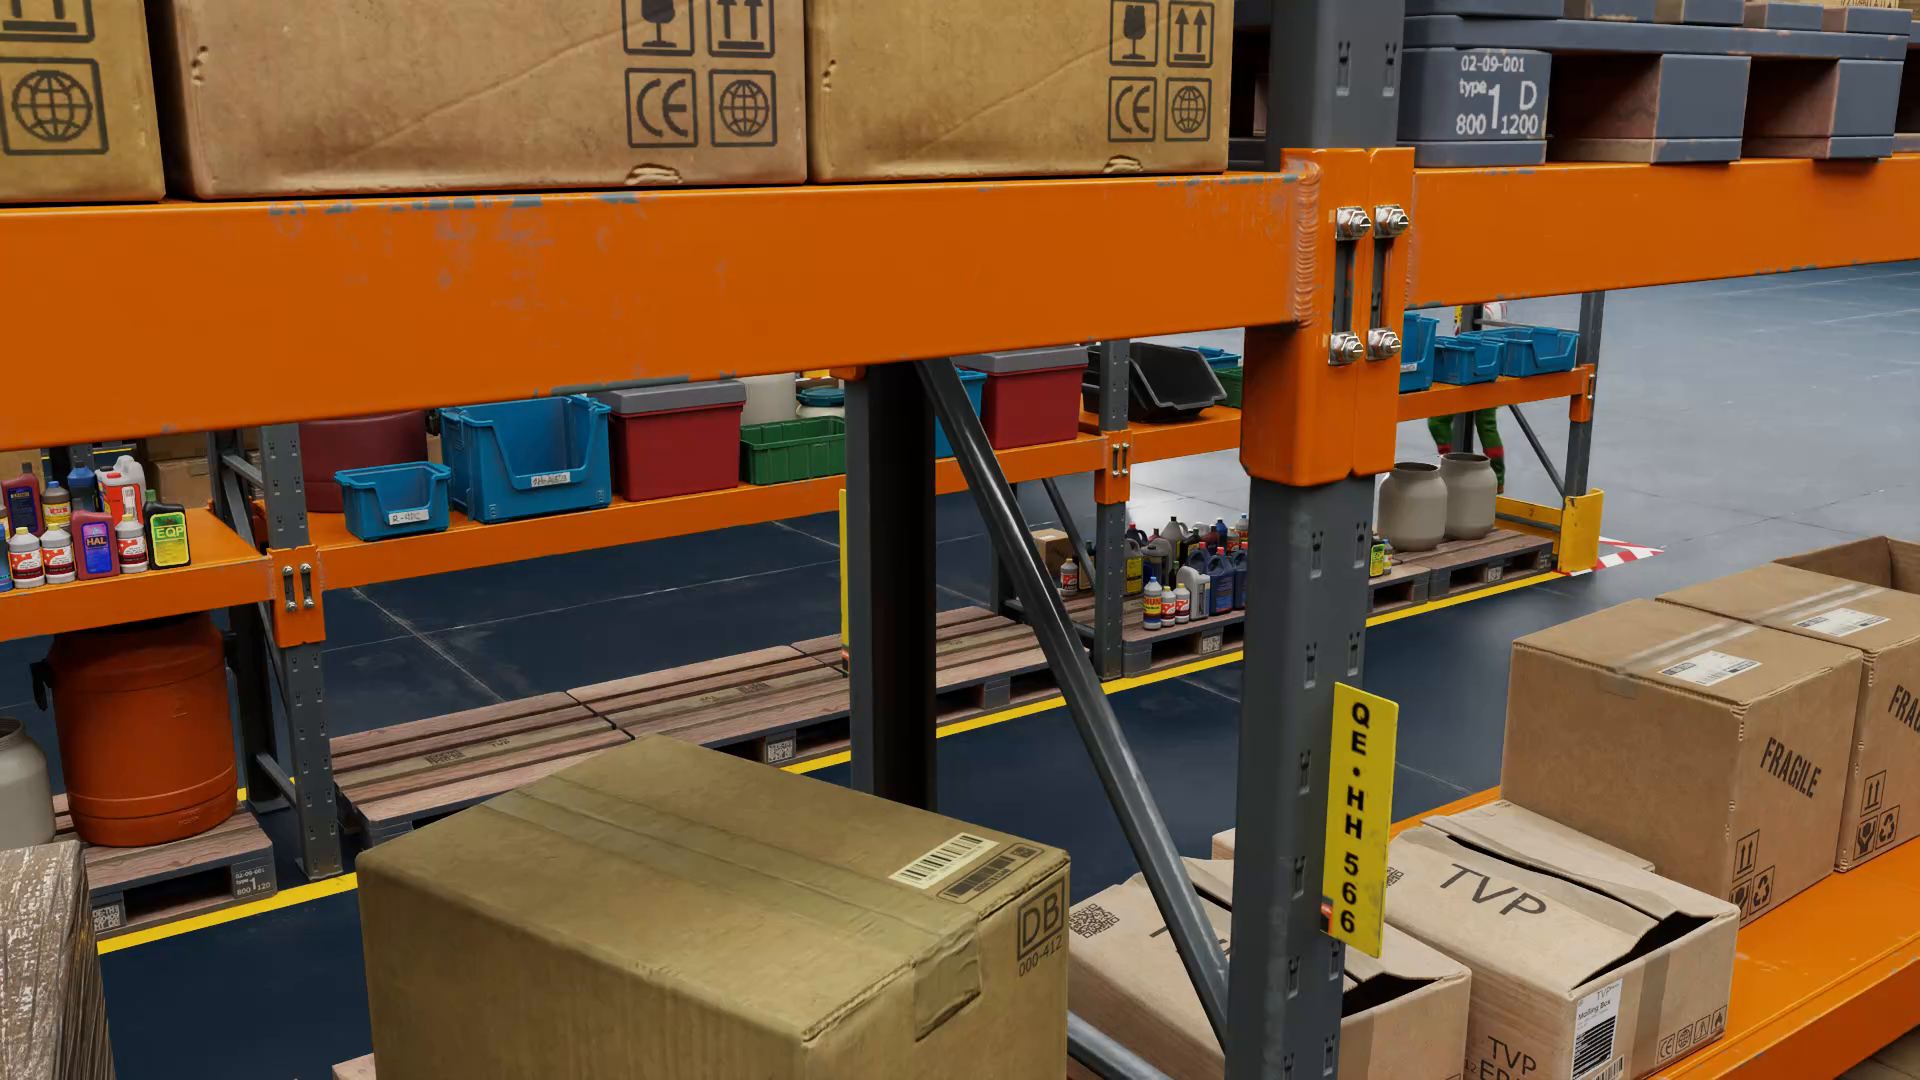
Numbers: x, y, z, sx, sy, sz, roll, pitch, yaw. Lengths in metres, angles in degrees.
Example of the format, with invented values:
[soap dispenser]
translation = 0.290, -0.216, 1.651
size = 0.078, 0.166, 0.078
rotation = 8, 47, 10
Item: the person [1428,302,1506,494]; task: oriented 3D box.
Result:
[person]
translation = 3.913, -1.194, 12.687
size = 0.541, 1.824, 0.659
rotation = 11, 18, 38
